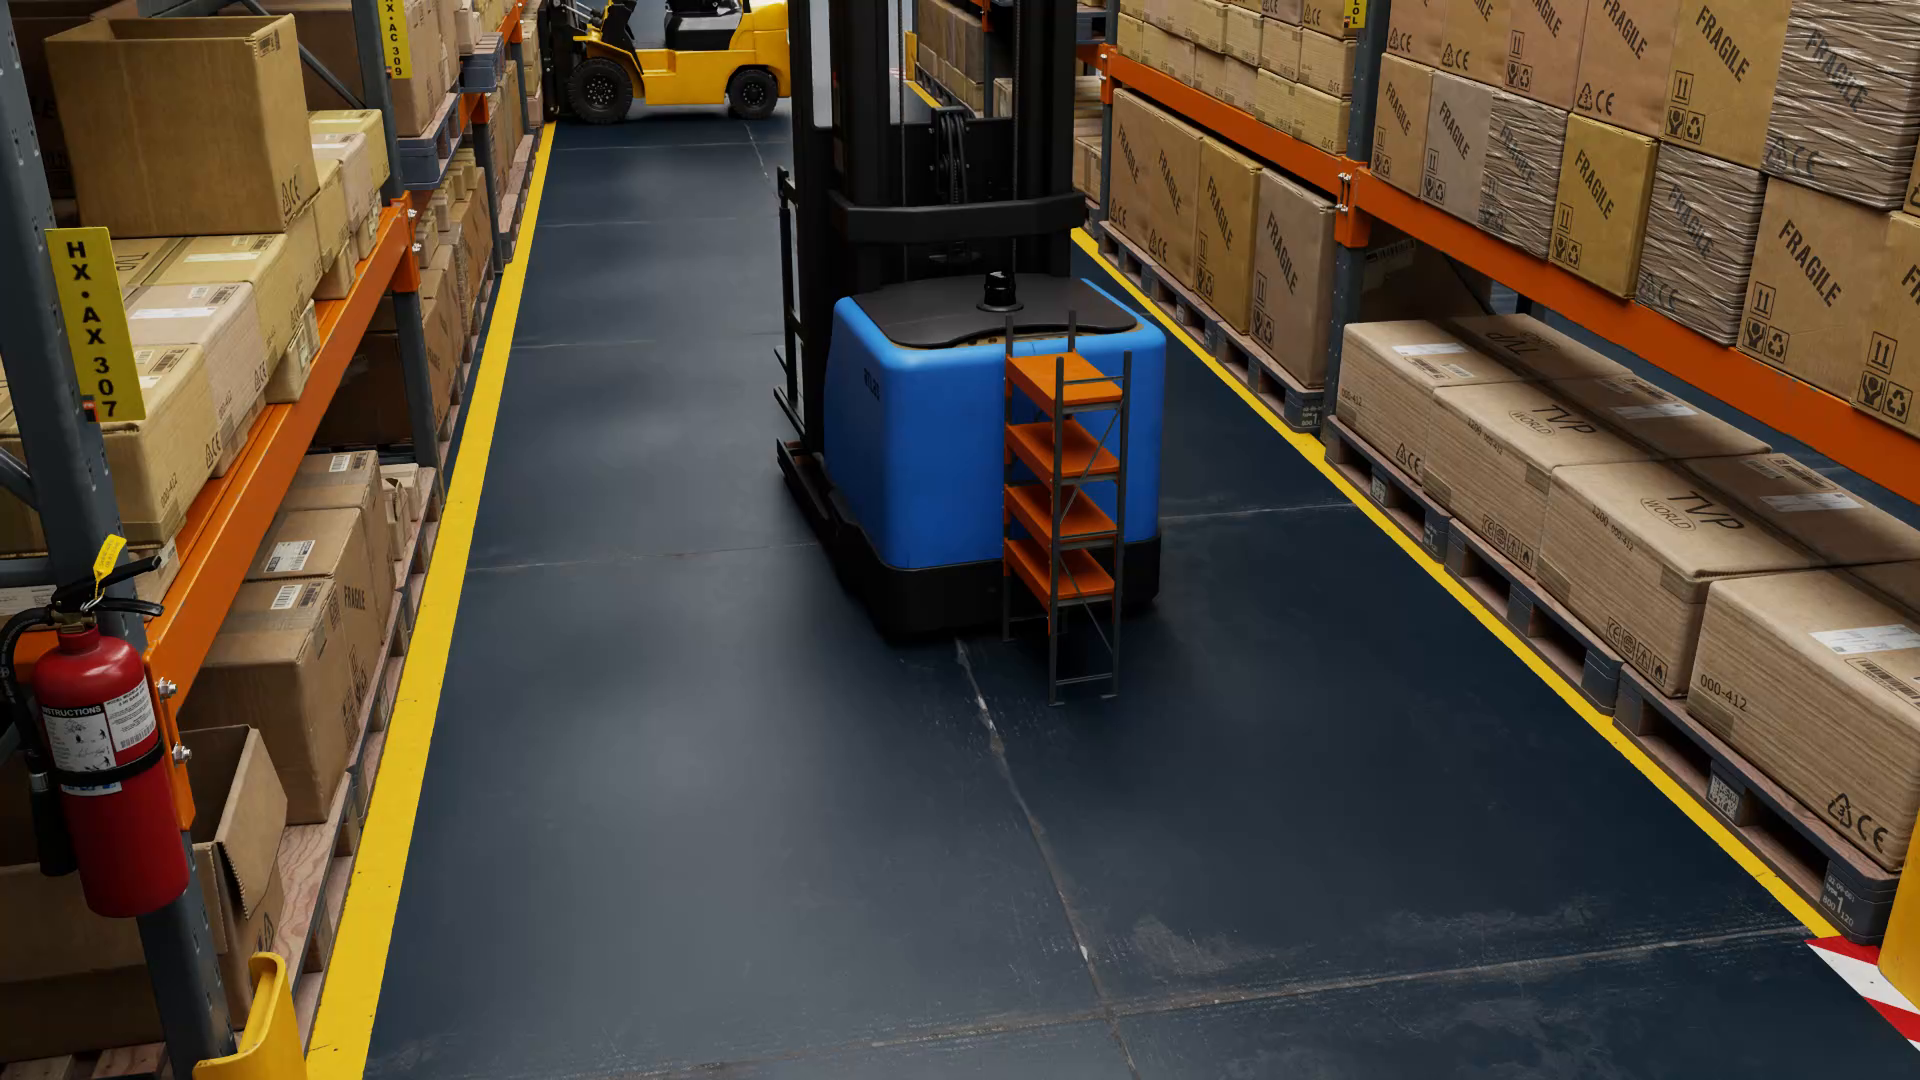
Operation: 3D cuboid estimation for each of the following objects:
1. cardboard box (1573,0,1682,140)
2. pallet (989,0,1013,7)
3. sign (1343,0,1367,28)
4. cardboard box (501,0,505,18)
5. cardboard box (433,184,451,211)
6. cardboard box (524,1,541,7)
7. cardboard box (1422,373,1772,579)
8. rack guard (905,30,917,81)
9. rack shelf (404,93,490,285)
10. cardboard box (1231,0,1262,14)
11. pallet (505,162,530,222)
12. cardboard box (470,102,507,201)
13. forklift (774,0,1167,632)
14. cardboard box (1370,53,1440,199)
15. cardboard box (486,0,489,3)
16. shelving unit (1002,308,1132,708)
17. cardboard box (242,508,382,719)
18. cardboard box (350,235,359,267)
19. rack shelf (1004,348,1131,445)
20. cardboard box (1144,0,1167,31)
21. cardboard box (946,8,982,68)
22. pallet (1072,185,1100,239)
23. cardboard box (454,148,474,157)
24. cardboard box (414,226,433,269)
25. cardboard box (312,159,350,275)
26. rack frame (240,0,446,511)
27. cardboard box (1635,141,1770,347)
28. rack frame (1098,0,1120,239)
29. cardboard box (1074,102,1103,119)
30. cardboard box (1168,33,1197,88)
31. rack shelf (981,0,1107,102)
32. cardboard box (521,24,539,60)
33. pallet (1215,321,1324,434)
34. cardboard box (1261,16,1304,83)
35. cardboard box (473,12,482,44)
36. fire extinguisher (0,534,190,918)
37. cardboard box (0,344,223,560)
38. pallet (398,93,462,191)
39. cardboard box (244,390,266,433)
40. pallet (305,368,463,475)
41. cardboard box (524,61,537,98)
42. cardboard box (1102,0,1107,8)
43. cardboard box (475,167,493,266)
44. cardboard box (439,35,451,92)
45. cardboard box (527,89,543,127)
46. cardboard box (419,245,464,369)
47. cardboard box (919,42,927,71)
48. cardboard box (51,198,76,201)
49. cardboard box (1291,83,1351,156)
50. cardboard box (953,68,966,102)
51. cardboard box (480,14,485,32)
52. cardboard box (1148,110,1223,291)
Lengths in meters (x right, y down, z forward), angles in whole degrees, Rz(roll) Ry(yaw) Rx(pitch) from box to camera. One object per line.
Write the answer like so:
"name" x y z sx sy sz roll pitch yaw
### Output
"cardboard box" 2.303 -1.552 5.181 0.500 0.500 0.500 -4 24 -10
"pallet" 0.710 -4.600 13.775 1.003 0.211 1.213 -4 24 -10
"sign" 1.660 -2.303 6.928 0.100 0.325 0.005 -4 24 -10
"cardboard box" -3.655 -3.988 12.321 0.500 0.250 0.500 -4 24 -9
"cardboard box" -2.949 -1.809 8.932 0.380 0.149 0.250 -5 24 -11
"cardboard box" -4.413 -5.236 16.653 0.500 0.250 0.500 -4 24 -9
"cardboard box" 2.368 -0.264 6.284 0.875 0.438 0.875 -5 24 -11
"rack guard" -0.014 -5.398 18.484 1.175 0.500 0.348 -4 24 -10
"rack shelf" -3.056 -1.941 8.345 1.077 0.370 4.000 -4 24 -10
"cardboard box" 1.684 -2.918 8.309 0.500 0.500 0.500 -4 24 -8
"pallet" -3.762 -2.585 12.405 1.003 0.211 1.213 -4 24 -10
"cardboard box" -3.656 -2.664 11.545 0.875 0.625 0.625 -4 24 -8
"forklift" -0.179 -1.583 6.712 1.130 2.935 3.031 -7 25 -15
"cardboard box" 2.020 -1.695 6.758 0.500 0.500 0.500 -4 24 -8
"cardboard box" -3.359 -3.607 10.825 0.500 0.250 0.500 -4 24 -8
"shelving unit" 0.337 -0.107 5.497 0.258 1.200 0.503 -7 25 -15
"cardboard box" -2.086 0.240 5.051 0.500 0.500 0.500 -4 24 -9
"cardboard box" -2.216 -0.956 5.505 0.380 0.149 0.250 -4 24 -8
"rack shelf" 0.337 -0.468 5.340 0.258 0.148 0.480 -7 25 -15
"cardboard box" 1.397 -3.166 9.813 0.500 0.250 0.500 -4 24 -8
"cardboard box" 0.147 -4.889 16.170 0.500 0.500 0.500 -3 24 -7
"pallet" 1.308 -2.456 12.109 1.003 0.211 1.213 -4 24 -10
"cardboard box" -3.086 -2.226 9.887 0.380 0.149 0.250 -5 24 -12
"cardboard box" -2.751 -1.400 7.996 0.380 0.149 0.250 -4 24 -10
"cardboard box" -2.166 -0.976 5.053 0.500 0.250 0.500 -4 24 -10
"rack frame" -2.686 -1.484 6.400 1.000 3.000 0.127 -4 24 -10
"cardboard box" 2.399 -0.896 4.928 0.500 0.500 0.500 -4 24 -8
"rack frame" 1.451 -3.426 10.847 1.000 3.000 0.127 -4 24 -10
"cardboard box" 1.078 -3.226 13.147 0.950 0.372 0.625 -4 24 -8
"cardboard box" 1.498 -2.739 9.461 0.500 0.250 0.500 -4 24 -8
"rack shelf" 1.082 -3.883 12.792 1.077 0.370 4.000 -4 24 -10
"cardboard box" -4.031 -4.437 14.822 0.500 0.250 0.500 -4 24 -10
"pallet" 1.974 -0.873 8.485 1.003 0.211 1.213 -4 24 -10
"cardboard box" 1.771 -2.365 7.979 0.500 0.250 0.500 -4 24 -8
"cardboard box" -2.928 -2.905 9.442 0.380 0.149 0.250 -4 24 -9
"fire extinguisher" -1.465 0.319 2.834 0.296 0.674 0.183 -4 24 -10
"cardboard box" -1.766 -0.177 3.223 0.500 0.250 0.500 -4 24 -9
"pallet" -2.727 -1.719 7.177 1.003 0.211 1.213 -4 24 -10
"cardboard box" -1.954 -0.351 4.119 0.380 0.149 0.250 -4 24 -9
"pallet" -2.874 -0.523 7.685 1.003 0.211 1.213 -4 24 -10
"cardboard box" -3.952 -4.005 14.459 0.500 0.250 0.500 -4 24 -10
"cardboard box" 1.160 -3.615 11.069 0.380 0.149 0.250 -3 24 -8
"cardboard box" -3.137 -1.954 10.075 0.500 0.500 0.500 -4 24 -8
"cardboard box" -2.566 -2.190 7.659 0.396 0.266 0.258 -3 24 -7
"cardboard box" -3.930 -3.778 14.563 0.500 0.250 0.500 -4 24 -9
"cardboard box" -2.751 -1.143 8.218 0.500 0.500 0.500 -5 24 -11
"cardboard box" -0.151 -5.168 17.745 0.500 0.250 0.500 -5 24 -10
"cardboard box" -2.667 -0.937 4.963 0.500 0.250 0.500 -4 24 -9
"cardboard box" 1.860 -1.942 7.636 0.500 0.250 0.500 -5 24 -11
"cardboard box" 0.230 -4.353 15.881 0.500 0.250 0.500 -5 24 -11
"cardboard box" -3.268 -3.181 10.474 0.500 0.250 0.500 -4 24 -10
"cardboard box" 1.658 -2.016 9.748 0.875 0.875 0.875 -4 24 -9
